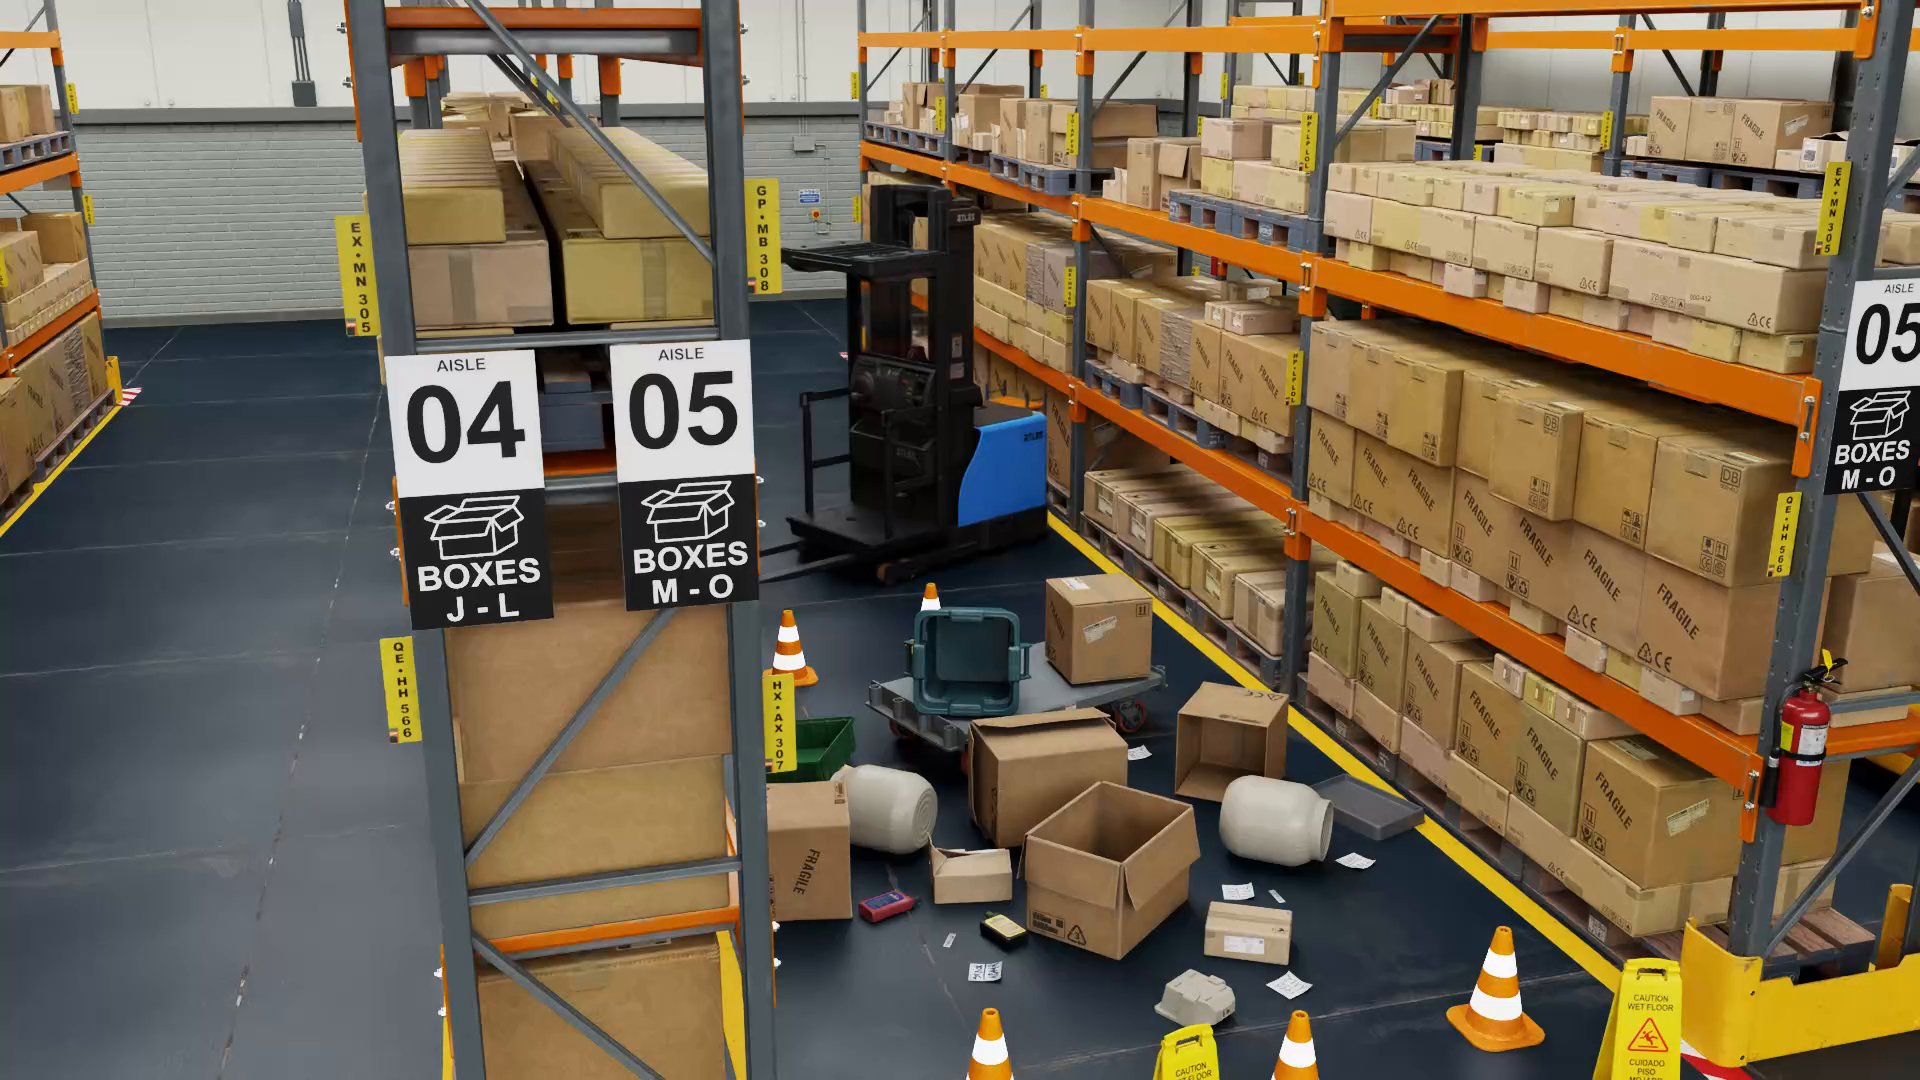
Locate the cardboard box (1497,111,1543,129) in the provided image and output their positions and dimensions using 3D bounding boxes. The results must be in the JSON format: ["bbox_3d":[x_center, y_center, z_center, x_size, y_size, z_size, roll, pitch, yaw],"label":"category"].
[{"bbox_3d":[5.469,-4.087,16.180,0.380,0.149,0.250,-5,17,-15],"label":"cardboard box"}]

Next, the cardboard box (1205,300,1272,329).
[{"bbox_3d":[1.889,-1.534,11.295,0.380,0.149,0.250,-5,18,-18],"label":"cardboard box"}]

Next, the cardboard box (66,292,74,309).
[{"bbox_3d":[-9.597,-2.519,17.560,0.380,0.149,0.250,-5,17,-16],"label":"cardboard box"}]

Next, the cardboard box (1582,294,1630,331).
[{"bbox_3d":[3.005,-1.028,7.381,0.380,0.149,0.250,-5,17,-16],"label":"cardboard box"}]

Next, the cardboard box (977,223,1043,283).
[{"bbox_3d":[0.481,-2.776,16.067,0.500,0.500,0.500,-5,17,-17],"label":"cardboard box"}]

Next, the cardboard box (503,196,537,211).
[{"bbox_3d":[-1.777,-1.079,5.957,0.500,0.250,0.500,-5,17,-16],"label":"cardboard box"}]

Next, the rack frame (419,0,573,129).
[{"bbox_3d":[-3.298,-4.018,11.688,1.000,3.000,0.127,-5,17,-15],"label":"rack frame"}]

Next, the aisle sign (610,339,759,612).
[{"bbox_3d":[-0.792,-0.182,4.824,0.394,0.787,0.004,-5,17,-15],"label":"aisle sign"}]

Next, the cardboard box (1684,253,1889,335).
[{"bbox_3d":[3.232,-0.979,6.527,0.500,0.250,0.500,-5,17,-16],"label":"cardboard box"}]

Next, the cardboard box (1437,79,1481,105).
[{"bbox_3d":[5.360,-4.821,17.869,0.396,0.266,0.258,-5,17,-15],"label":"cardboard box"}]

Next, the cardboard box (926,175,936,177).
[{"bbox_3d":[-0.200,-4.325,20.098,0.380,0.149,0.250,-4,17,-14],"label":"cardboard box"}]

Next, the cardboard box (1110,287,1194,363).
[{"bbox_3d":[1.485,-1.670,12.876,0.500,0.500,0.500,-4,17,-12],"label":"cardboard box"}]

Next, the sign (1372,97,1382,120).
[{"bbox_3d":[4.586,-4.704,18.284,0.100,0.325,0.005,-5,17,-15],"label":"sign"}]

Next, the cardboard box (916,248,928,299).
[{"bbox_3d":[-0.186,-2.969,18.448,0.500,0.500,0.500,-5,17,-17],"label":"cardboard box"}]

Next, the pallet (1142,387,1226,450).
[{"bbox_3d":[2.017,-0.928,12.162,1.003,0.211,1.213,-5,17,-15],"label":"pallet"}]

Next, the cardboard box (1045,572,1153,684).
[{"bbox_3d":[0.829,0.525,10.018,0.500,0.500,0.500,-5,17,-15],"label":"cardboard box"}]

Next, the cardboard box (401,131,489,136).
[{"bbox_3d":[-2.354,-1.788,7.623,0.380,0.149,0.250,-5,17,-16],"label":"cardboard box"}]

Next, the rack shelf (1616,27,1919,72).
[{"bbox_3d":[6.755,-3.742,12.713,1.077,0.370,4.000,-5,17,-15],"label":"rack shelf"}]

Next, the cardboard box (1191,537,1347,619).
[{"bbox_3d":[2.185,0.256,11.724,0.950,0.372,0.625,-4,17,-12],"label":"cardboard box"}]

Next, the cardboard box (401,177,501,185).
[{"bbox_3d":[-1.586,-1.015,5.050,0.380,0.149,0.250,-5,17,-15],"label":"cardboard box"}]

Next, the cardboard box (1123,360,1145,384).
[{"bbox_3d":[1.476,-1.303,12.782,0.380,0.149,0.250,-5,17,-15],"label":"cardboard box"}]

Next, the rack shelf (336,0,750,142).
[{"bbox_3d":[-1.649,-1.823,6.324,1.077,0.370,4.000,-5,17,-15],"label":"rack shelf"}]

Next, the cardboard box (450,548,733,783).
[{"bbox_3d":[-1.164,0.373,5.359,0.875,0.550,0.550,-5,17,-15],"label":"cardboard box"}]

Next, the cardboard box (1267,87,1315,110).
[{"bbox_3d":[4.160,-5.495,20.692,0.500,0.250,0.500,-5,17,-16],"label":"cardboard box"}]

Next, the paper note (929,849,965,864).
[{"bbox_3d":[-0.066,1.618,8.527,0.172,0.023,0.155,1,17,4],"label":"paper note"}]

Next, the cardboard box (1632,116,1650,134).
[{"bbox_3d":[6.370,-3.780,15.158,0.380,0.149,0.250,-5,18,-17],"label":"cardboard box"}]

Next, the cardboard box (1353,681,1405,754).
[{"bbox_3d":[2.593,0.989,9.495,0.500,0.250,0.500,-4,17,-12],"label":"cardboard box"}]

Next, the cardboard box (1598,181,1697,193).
[{"bbox_3d":[3.348,-1.665,8.116,0.380,0.149,0.250,-4,17,-15],"label":"cardboard box"}]

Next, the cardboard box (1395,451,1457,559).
[{"bbox_3d":[2.671,-0.228,8.806,0.500,0.500,0.500,-5,17,-16],"label":"cardboard box"}]

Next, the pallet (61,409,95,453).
[{"bbox_3d":[-9.667,-1.107,17.269,1.003,0.211,1.213,-5,17,-15],"label":"pallet"}]

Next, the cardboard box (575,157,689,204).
[{"bbox_3d":[-1.164,-1.278,5.927,0.380,0.149,0.250,-5,17,-16],"label":"cardboard box"}]

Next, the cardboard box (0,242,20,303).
[{"bbox_3d":[-9.080,-2.470,15.401,0.500,0.500,0.500,-5,17,-15],"label":"cardboard box"}]

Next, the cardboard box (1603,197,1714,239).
[{"bbox_3d":[3.053,-1.406,7.256,0.380,0.149,0.250,-5,17,-15],"label":"cardboard box"}]

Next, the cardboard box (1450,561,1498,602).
[{"bbox_3d":[2.750,0.197,8.520,0.380,0.149,0.250,-5,17,-15],"label":"cardboard box"}]

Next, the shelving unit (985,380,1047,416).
[{"bbox_3d":[0.475,-0.740,14.331,0.258,1.200,0.503,-15,22,-41],"label":"shelving unit"}]

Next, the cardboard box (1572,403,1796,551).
[{"bbox_3d":[3.150,-0.286,7.260,0.700,0.500,0.500,-5,17,-15],"label":"cardboard box"}]

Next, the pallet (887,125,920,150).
[{"bbox_3d":[-0.212,-4.629,19.089,1.003,0.211,1.213,-5,17,-15],"label":"pallet"}]

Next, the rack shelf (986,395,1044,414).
[{"bbox_3d":[0.476,-1.117,14.218,0.258,0.148,0.480,-15,22,-41],"label":"rack shelf"}]

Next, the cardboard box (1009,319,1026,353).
[{"bbox_3d":[0.766,-1.893,15.300,0.500,0.250,0.500,-5,17,-16],"label":"cardboard box"}]

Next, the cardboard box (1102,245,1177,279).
[{"bbox_3d":[1.533,-2.247,14.307,0.500,0.500,0.500,-5,18,-17],"label":"cardboard box"}]

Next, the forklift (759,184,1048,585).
[{"bbox_3d":[-0.687,-1.228,12.946,3.031,2.935,1.130,-15,22,-41],"label":"forklift"}]

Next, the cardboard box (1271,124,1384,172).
[{"bbox_3d":[2.251,-2.414,10.221,0.500,0.250,0.500,-4,17,-14],"label":"cardboard box"}]

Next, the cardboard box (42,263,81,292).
[{"bbox_3d":[-9.766,-2.811,17.840,0.500,0.250,0.500,-5,17,-16],"label":"cardboard box"}]

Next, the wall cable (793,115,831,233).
[{"bbox_3d":[-2.337,-5.837,26.349,0.585,1.953,0.123,-5,17,-15],"label":"wall cable"}]

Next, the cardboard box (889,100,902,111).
[{"bbox_3d":[-0.555,-5.274,20.438,0.500,0.250,0.500,-6,18,-20],"label":"cardboard box"}]

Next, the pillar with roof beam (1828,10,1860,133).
[{"bbox_3d":[3.291,-4.201,12.297,9.100,9.000,0.400,-5,17,-15],"label":"pillar with roof beam"}]

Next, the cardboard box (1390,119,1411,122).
[{"bbox_3d":[4.843,-4.441,17.842,0.380,0.149,0.250,-5,17,-15],"label":"cardboard box"}]

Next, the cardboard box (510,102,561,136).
[{"bbox_3d":[-3.286,-3.273,12.915,0.396,0.266,0.258,-5,17,-15],"label":"cardboard box"}]

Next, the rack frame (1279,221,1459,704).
[{"bbox_3d":[2.533,-0.458,10.263,1.000,3.000,0.127,-5,17,-15],"label":"rack frame"}]

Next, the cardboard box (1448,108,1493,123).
[{"bbox_3d":[5.186,-4.304,16.868,0.380,0.149,0.250,-5,17,-15],"label":"cardboard box"}]

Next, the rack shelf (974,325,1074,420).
[{"bbox_3d":[0.884,-1.773,15.892,1.077,0.370,4.000,-5,17,-15],"label":"rack shelf"}]

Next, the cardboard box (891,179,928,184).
[{"bbox_3d":[-0.591,-4.135,19.464,0.380,0.149,0.250,-5,17,-15],"label":"cardboard box"}]

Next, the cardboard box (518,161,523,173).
[{"bbox_3d":[-2.509,-2.194,10.159,0.396,0.266,0.258,-5,17,-15],"label":"cardboard box"}]

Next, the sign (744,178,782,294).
[{"bbox_3d":[-0.564,-0.868,4.756,0.100,0.325,0.005,-5,17,-15],"label":"sign"}]

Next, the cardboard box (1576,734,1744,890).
[{"bbox_3d":[3.161,1.204,7.476,0.500,0.500,0.500,-5,17,-15],"label":"cardboard box"}]
